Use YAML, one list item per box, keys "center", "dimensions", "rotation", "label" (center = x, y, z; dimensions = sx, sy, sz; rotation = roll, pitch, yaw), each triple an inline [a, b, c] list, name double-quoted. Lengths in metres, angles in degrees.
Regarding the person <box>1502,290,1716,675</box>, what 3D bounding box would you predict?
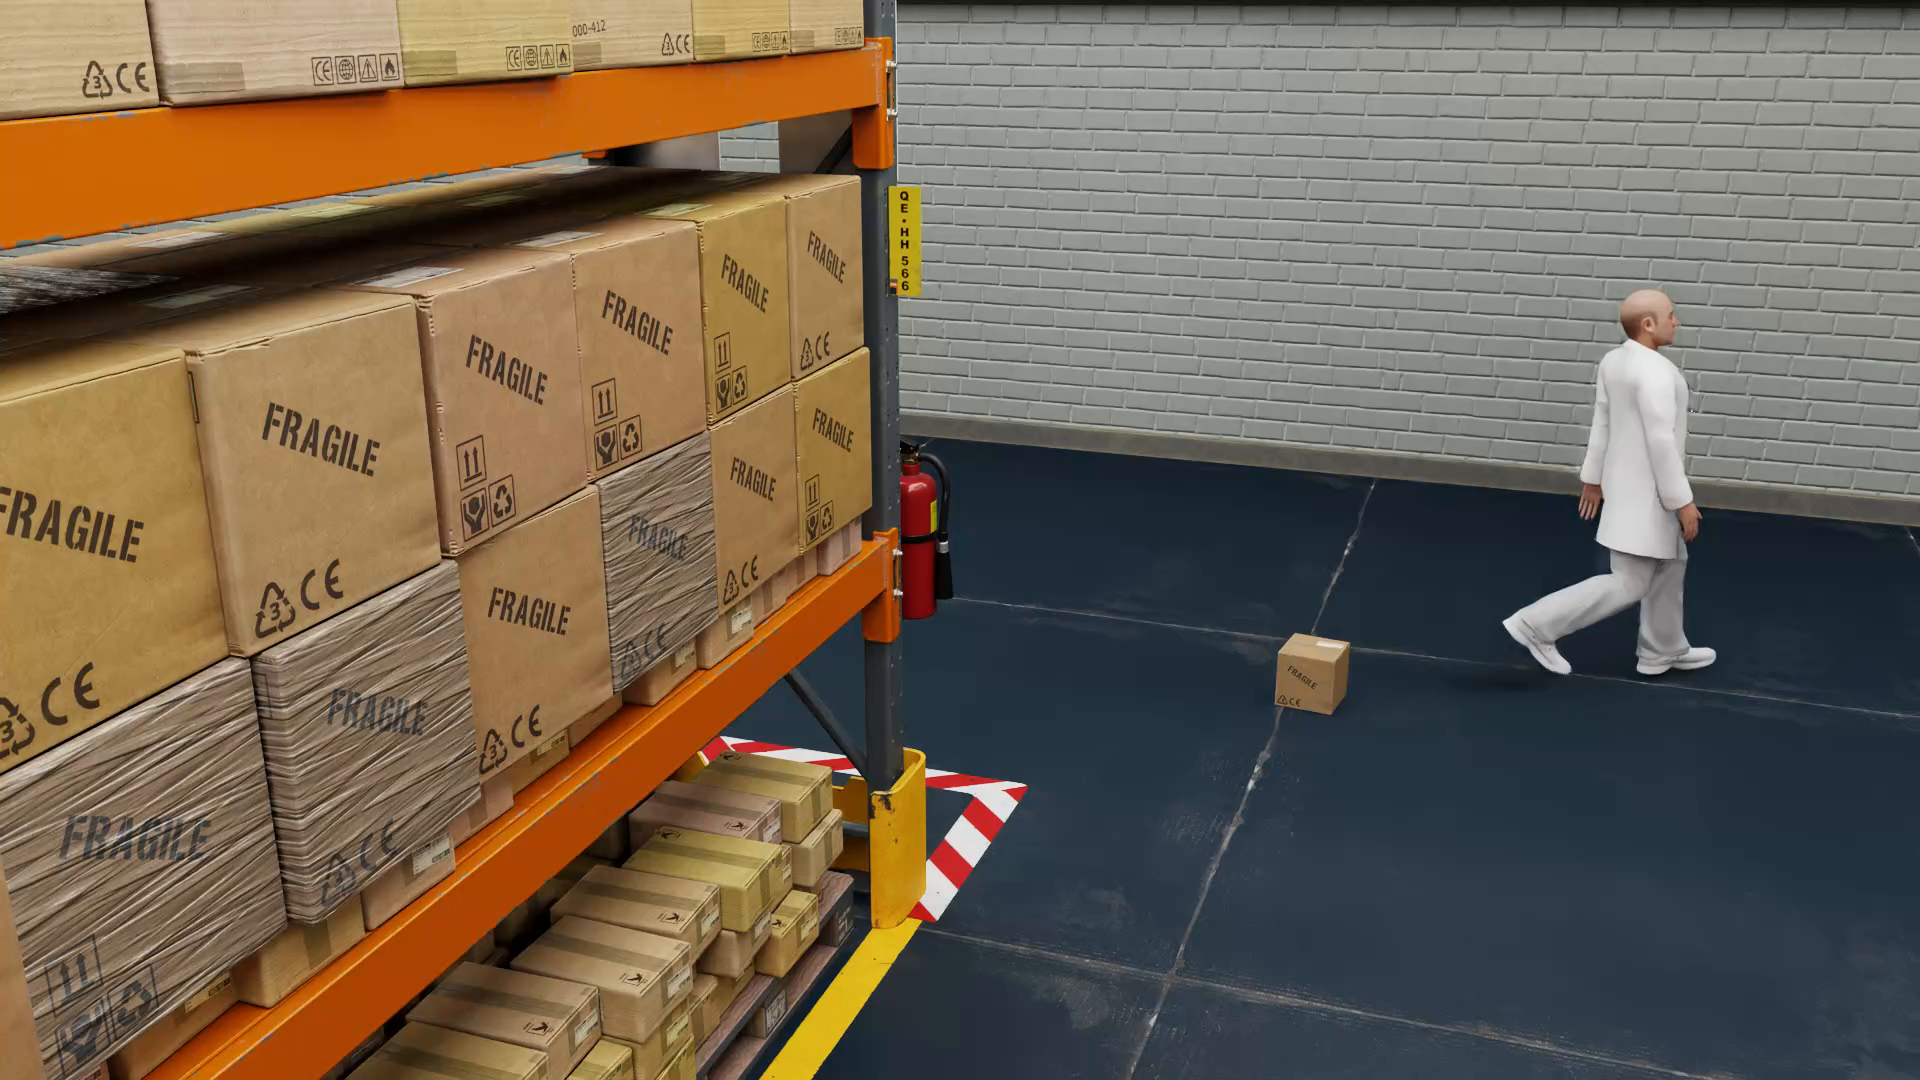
- center: [2.911, -0.212, 7.204]
  dimensions: [1.024, 1.737, 0.618]
  rotation: [1, 18, 3]
  label: "person"
